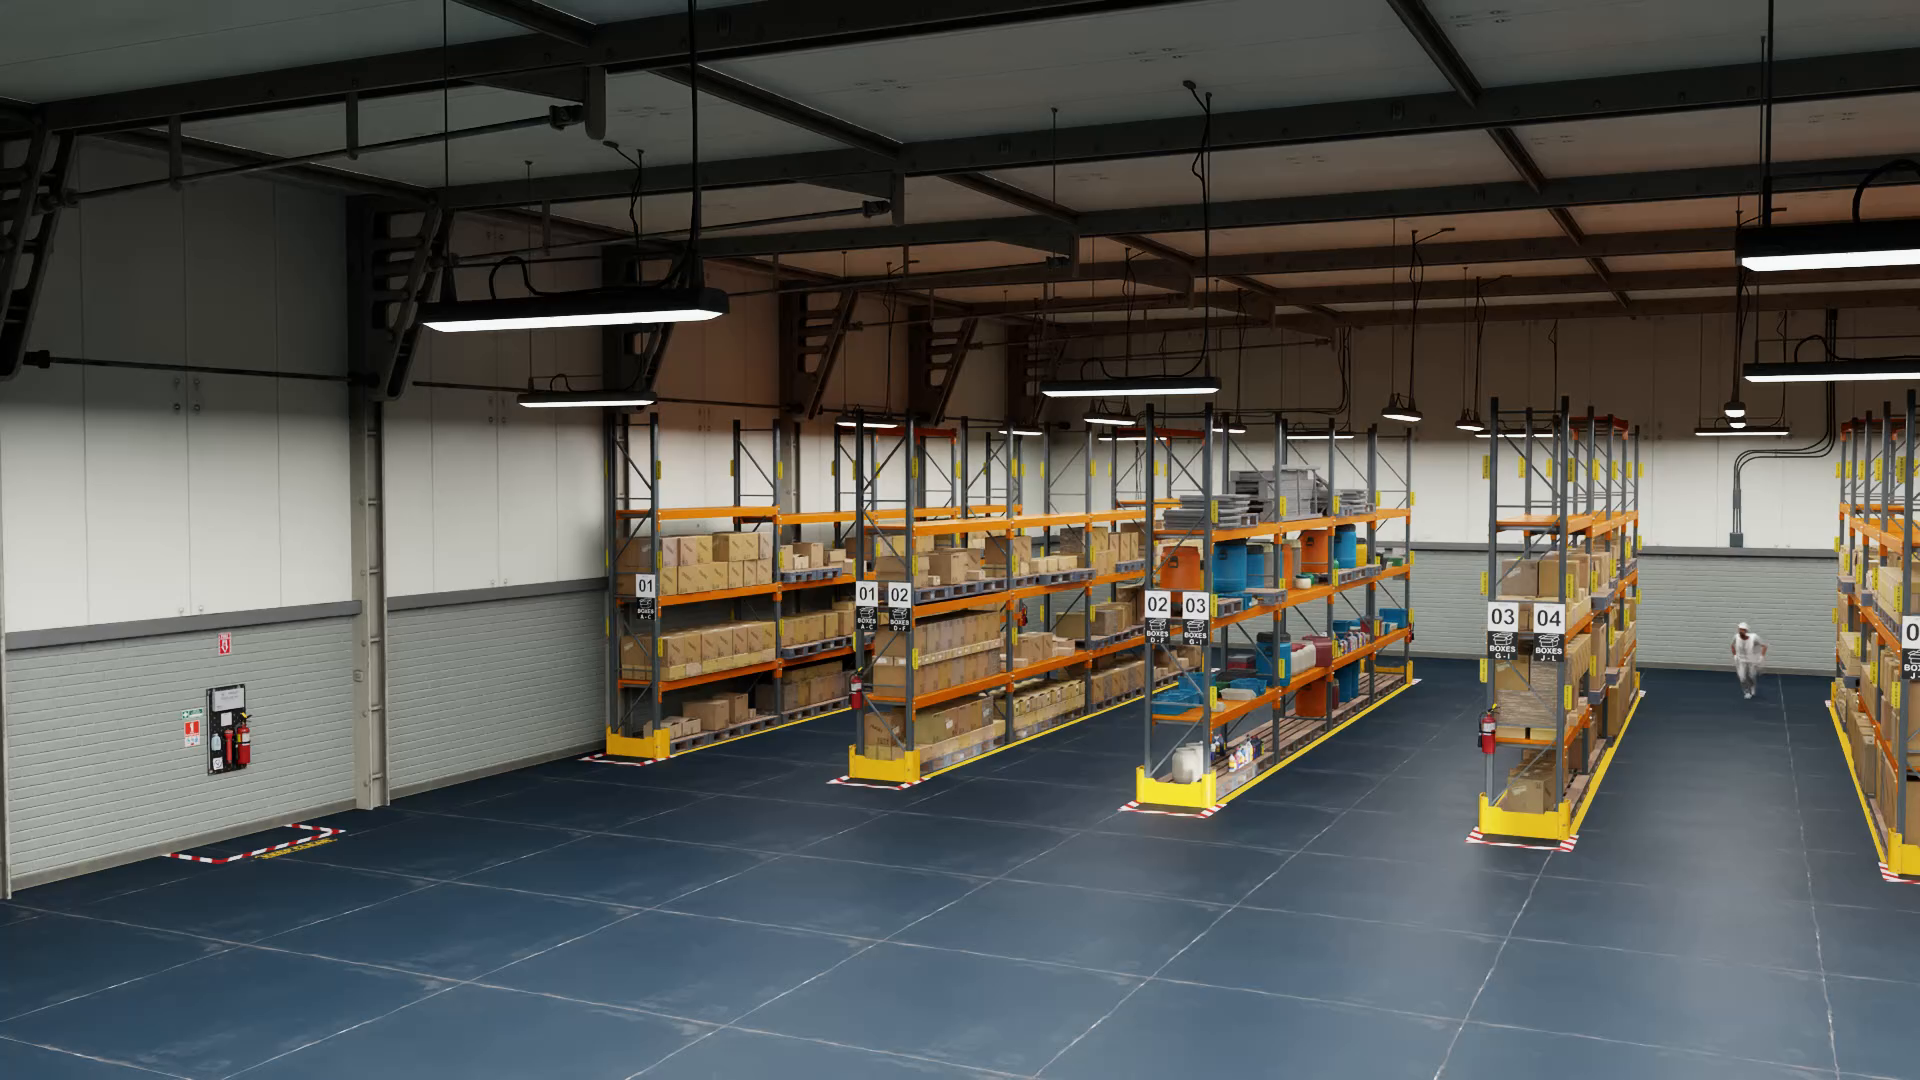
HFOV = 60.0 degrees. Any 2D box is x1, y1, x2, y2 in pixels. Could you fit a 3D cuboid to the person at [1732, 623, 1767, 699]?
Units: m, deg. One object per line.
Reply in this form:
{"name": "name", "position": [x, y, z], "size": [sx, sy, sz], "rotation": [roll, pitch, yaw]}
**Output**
{"name": "person", "position": [17.214, 2.640, 36.269], "size": [0.724, 1.680, 0.648], "rotation": [2, 3, 34]}
